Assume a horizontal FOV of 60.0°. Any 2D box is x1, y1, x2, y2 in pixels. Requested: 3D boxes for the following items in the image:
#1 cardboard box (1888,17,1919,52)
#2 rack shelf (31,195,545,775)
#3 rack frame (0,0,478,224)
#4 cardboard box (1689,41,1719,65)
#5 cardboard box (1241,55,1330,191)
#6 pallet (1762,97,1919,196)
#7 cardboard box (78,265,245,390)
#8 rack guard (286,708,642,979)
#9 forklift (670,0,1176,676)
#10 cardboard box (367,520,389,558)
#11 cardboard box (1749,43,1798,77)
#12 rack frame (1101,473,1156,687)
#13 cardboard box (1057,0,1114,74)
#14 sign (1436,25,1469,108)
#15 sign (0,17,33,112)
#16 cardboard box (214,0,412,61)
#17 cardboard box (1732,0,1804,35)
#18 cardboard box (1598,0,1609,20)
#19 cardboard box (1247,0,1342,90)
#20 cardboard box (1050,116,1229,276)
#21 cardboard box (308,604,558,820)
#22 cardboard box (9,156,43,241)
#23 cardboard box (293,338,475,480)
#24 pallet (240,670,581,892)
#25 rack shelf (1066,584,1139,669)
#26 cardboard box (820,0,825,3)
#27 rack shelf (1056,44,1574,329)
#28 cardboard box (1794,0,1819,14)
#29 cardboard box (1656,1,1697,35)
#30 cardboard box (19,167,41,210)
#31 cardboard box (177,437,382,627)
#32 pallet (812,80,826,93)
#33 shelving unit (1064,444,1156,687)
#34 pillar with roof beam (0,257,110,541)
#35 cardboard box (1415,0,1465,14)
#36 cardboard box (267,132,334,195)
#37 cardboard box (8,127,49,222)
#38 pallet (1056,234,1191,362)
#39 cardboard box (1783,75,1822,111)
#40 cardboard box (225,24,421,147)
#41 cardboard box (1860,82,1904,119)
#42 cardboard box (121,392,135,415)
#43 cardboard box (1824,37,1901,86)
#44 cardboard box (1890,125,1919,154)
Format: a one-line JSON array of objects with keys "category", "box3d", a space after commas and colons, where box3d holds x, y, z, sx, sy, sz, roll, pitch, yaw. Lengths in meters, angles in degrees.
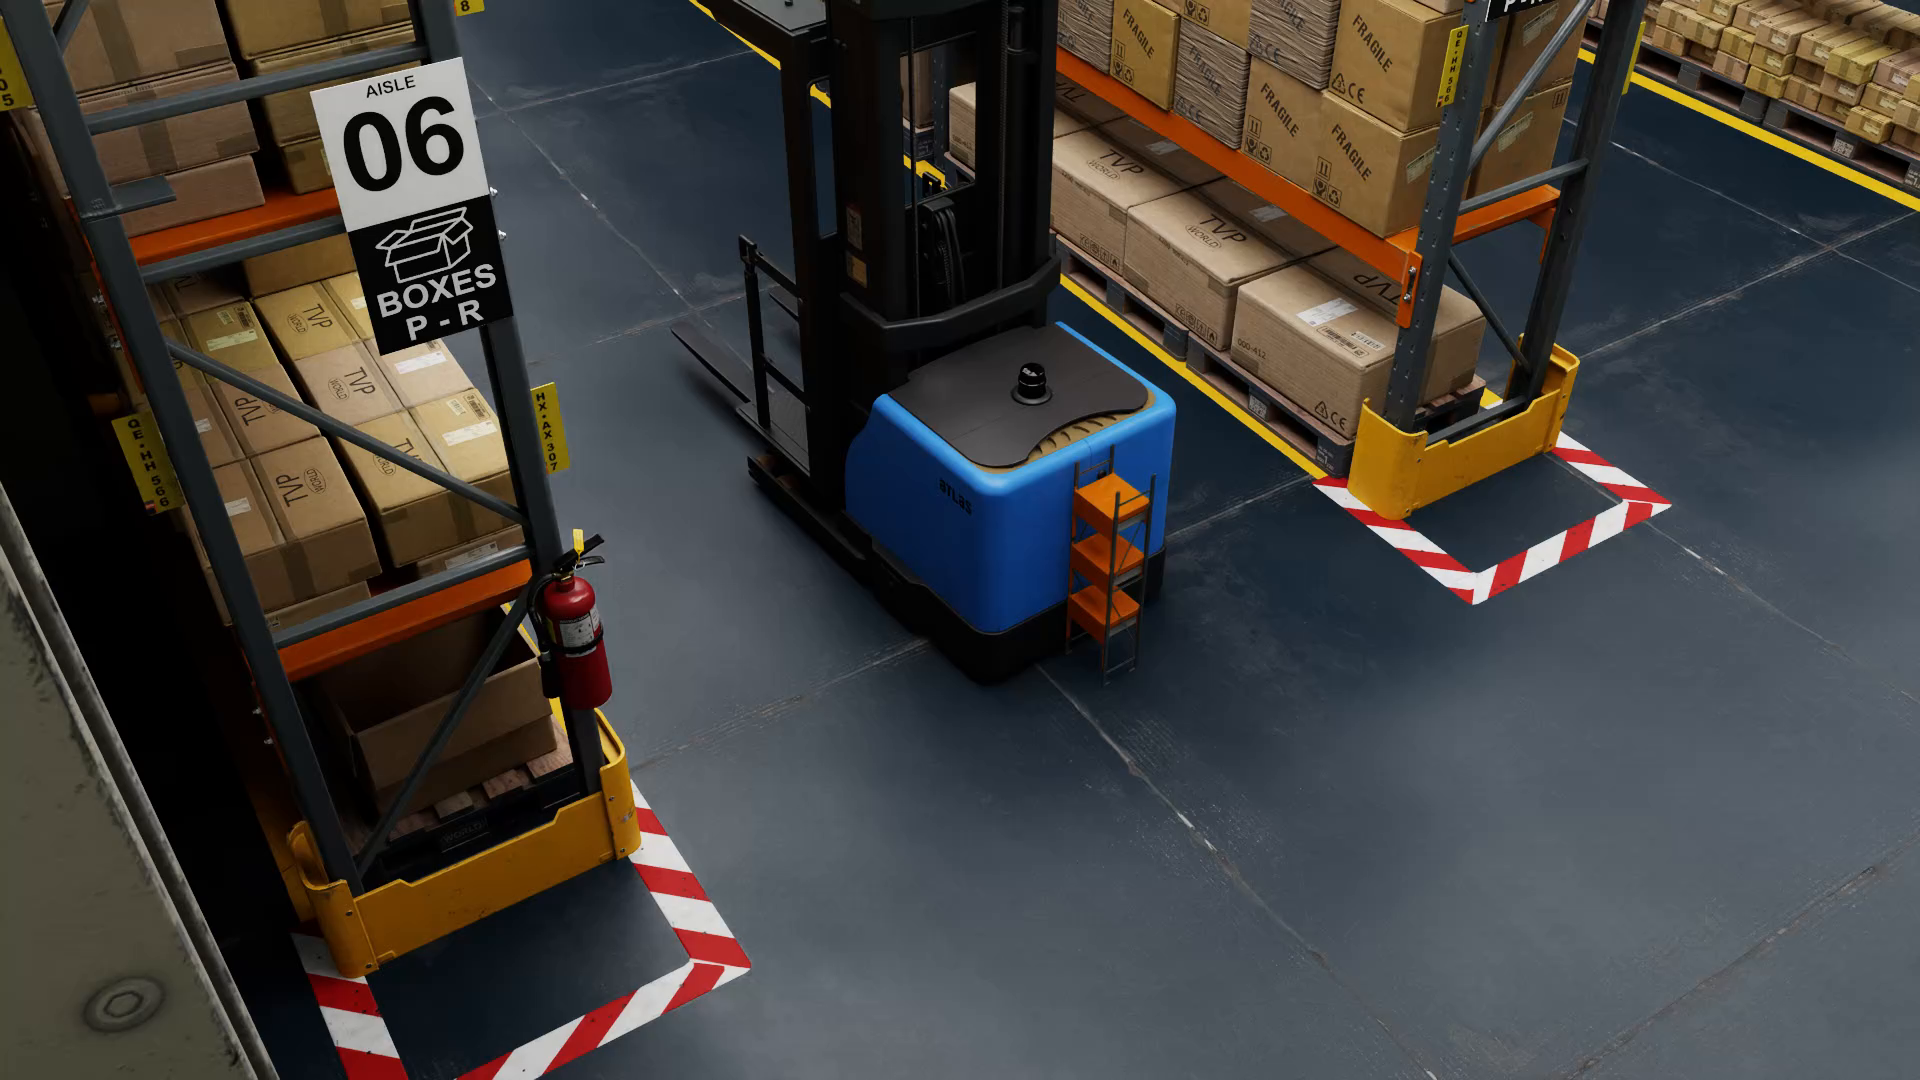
[{"category": "cardboard box", "box3d": [6.282, -3.275, 10.832, 0.380, 0.149, 0.250, -22, 45, -25]}, {"category": "rack shelf", "box3d": [-2.823, -0.627, 6.782, 1.077, 0.370, 4.000, -22, 45, -24]}, {"category": "rack frame", "box3d": [-1.748, -2.129, 3.336, 1.000, 3.000, 0.127, -22, 45, -24]}, {"category": "cardboard box", "box3d": [5.266, -3.409, 11.458, 0.380, 0.149, 0.250, -21, 44, -23]}, {"category": "cardboard box", "box3d": [1.695, -2.018, 7.811, 0.500, 0.500, 0.500, -23, 45, -25]}, {"category": "pallet", "box3d": [6.106, -2.713, 10.902, 1.003, 0.211, 1.213, -22, 45, -24]}, {"category": "cardboard box", "box3d": [-3.039, -0.868, 6.393, 0.500, 0.250, 0.500, -22, 45, -24]}, {"category": "rack guard", "box3d": [-1.789, 1.095, 6.106, 1.175, 0.500, 0.348, -22, 45, -24]}, {"category": "forklift", "box3d": [-0.373, -1.447, 7.257, 1.130, 2.935, 3.031, -25, 46, -27]}, {"category": "cardboard box", "box3d": [-1.869, -0.121, 5.809, 0.380, 0.149, 0.250, -21, 44, -23]}, {"category": "cardboard box", "box3d": [5.460, -3.215, 10.992, 0.380, 0.149, 0.250, -22, 44, -24]}, {"category": "rack frame", "box3d": [0.681, 0.184, 6.770, 0.200, 1.050, 0.008, -25, 46, -27]}, {"category": "cardboard box", "box3d": [0.845, -2.845, 8.803, 0.500, 0.500, 0.500, -22, 45, -24]}, {"category": "sign", "box3d": [1.970, -1.891, 6.647, 0.100, 0.325, 0.005, -22, 45, -24]}, {"category": "sign", "box3d": [-2.227, -1.136, 3.796, 0.100, 0.325, 0.005, -22, 45, -24]}, {"category": "cardboard box", "box3d": [-1.775, -1.551, 4.480, 0.500, 0.250, 0.500, -23, 45, -25]}, {"category": "cardboard box", "box3d": [5.398, -3.506, 11.108, 0.380, 0.149, 0.250, -24, 45, -26]}, {"category": "cardboard box", "box3d": [4.828, -3.831, 11.964, 0.380, 0.149, 0.250, -23, 45, -25]}, {"category": "cardboard box", "box3d": [1.669, -2.407, 7.497, 0.500, 0.500, 0.500, -22, 45, -24]}, {"category": "cardboard box", "box3d": [1.013, -2.012, 9.555, 0.875, 0.438, 0.875, -24, 45, -26]}, {"category": "cardboard box", "box3d": [-1.997, 0.611, 6.356, 0.797, 0.503, 0.637, -24, 45, -26]}, {"category": "cardboard box", "box3d": [-4.955, -1.905, 9.378, 0.500, 0.500, 0.500, -24, 46, -26]}, {"category": "cardboard box", "box3d": [-2.036, -0.490, 5.941, 0.500, 0.250, 0.500, -22, 44, -24]}, {"category": "pallet", "box3d": [-2.218, 0.776, 6.714, 1.003, 0.211, 1.213, -22, 45, -24]}, {"category": "rack shelf", "box3d": [0.608, 0.343, 7.030, 0.215, 0.259, 0.240, -25, 46, -27]}, {"category": "cardboard box", "box3d": [-0.609, -3.831, 11.396, 0.875, 0.875, 0.875, -21, 44, -23]}, {"category": "rack shelf", "box3d": [1.360, -2.338, 8.835, 1.077, 0.370, 4.000, -22, 45, -24]}, {"category": "cardboard box", "box3d": [5.835, -3.691, 11.331, 0.380, 0.149, 0.250, -22, 44, -24]}, {"category": "cardboard box", "box3d": [5.055, -3.641, 11.503, 0.380, 0.149, 0.250, -23, 45, -25]}, {"category": "cardboard box", "box3d": [-4.784, -1.930, 8.902, 0.380, 0.149, 0.250, -24, 46, -26]}, {"category": "cardboard box", "box3d": [-2.219, -0.038, 5.397, 0.500, 0.250, 0.500, -21, 44, -23]}, {"category": "pallet", "box3d": [-0.854, -3.672, 12.052, 1.003, 0.211, 1.213, -22, 45, -24]}, {"category": "shelving unit", "box3d": [0.608, 0.121, 6.845, 0.215, 1.050, 0.252, -25, 46, -27]}, {"category": "pillar with roof beam", "box3d": [-0.655, -5.084, 6.882, 9.100, 9.000, 0.400, -22, 45, -24]}, {"category": "cardboard box", "box3d": [2.073, -2.331, 6.899, 0.380, 0.149, 0.250, -22, 44, -24]}, {"category": "cardboard box", "box3d": [-1.723, -1.132, 4.679, 0.380, 0.149, 0.250, -21, 44, -24]}, {"category": "cardboard box", "box3d": [-3.860, -1.679, 7.368, 0.500, 0.250, 0.500, -23, 45, -25]}, {"category": "pallet", "box3d": [1.287, -1.526, 9.477, 1.003, 0.211, 1.213, -22, 45, -24]}, {"category": "cardboard box", "box3d": [5.659, -2.976, 10.938, 0.380, 0.149, 0.250, -22, 44, -24]}, {"category": "cardboard box", "box3d": [-1.756, -1.367, 4.649, 0.500, 0.250, 0.500, -23, 45, -25]}, {"category": "cardboard box", "box3d": [5.935, -2.820, 10.518, 0.380, 0.149, 0.250, -23, 45, -25]}, {"category": "cardboard box", "box3d": [-2.907, -0.487, 6.248, 0.380, 0.149, 0.250, -22, 45, -24]}, {"category": "cardboard box", "box3d": [5.723, -3.038, 10.547, 0.380, 0.149, 0.250, -23, 45, -25]}, {"category": "cardboard box", "box3d": [6.095, -2.572, 10.452, 0.380, 0.149, 0.250, -21, 44, -24]}]
